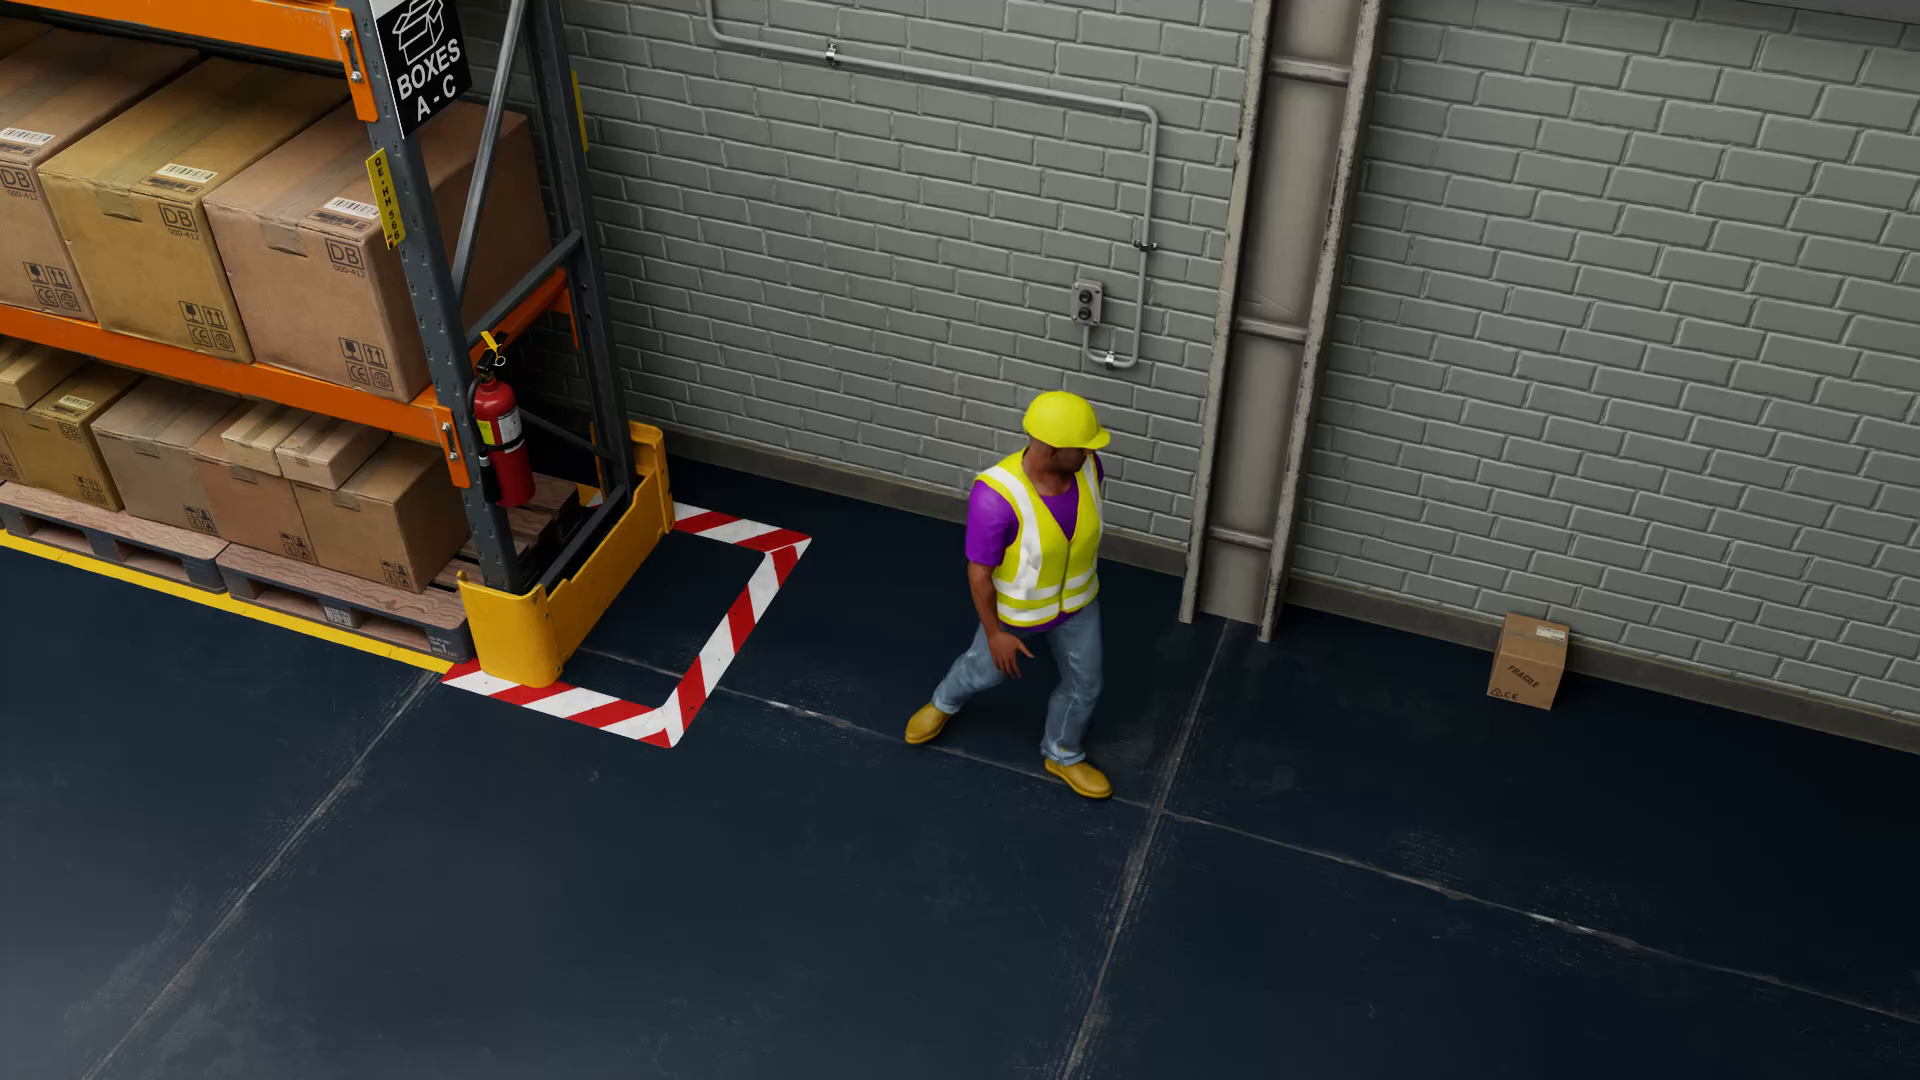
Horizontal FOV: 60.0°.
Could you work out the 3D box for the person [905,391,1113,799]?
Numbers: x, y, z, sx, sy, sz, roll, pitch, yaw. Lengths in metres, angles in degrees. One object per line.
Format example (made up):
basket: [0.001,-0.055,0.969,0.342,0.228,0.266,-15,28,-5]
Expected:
person: [0.199,0.193,5.920,0.702,1.749,0.729,-19,45,-20]
